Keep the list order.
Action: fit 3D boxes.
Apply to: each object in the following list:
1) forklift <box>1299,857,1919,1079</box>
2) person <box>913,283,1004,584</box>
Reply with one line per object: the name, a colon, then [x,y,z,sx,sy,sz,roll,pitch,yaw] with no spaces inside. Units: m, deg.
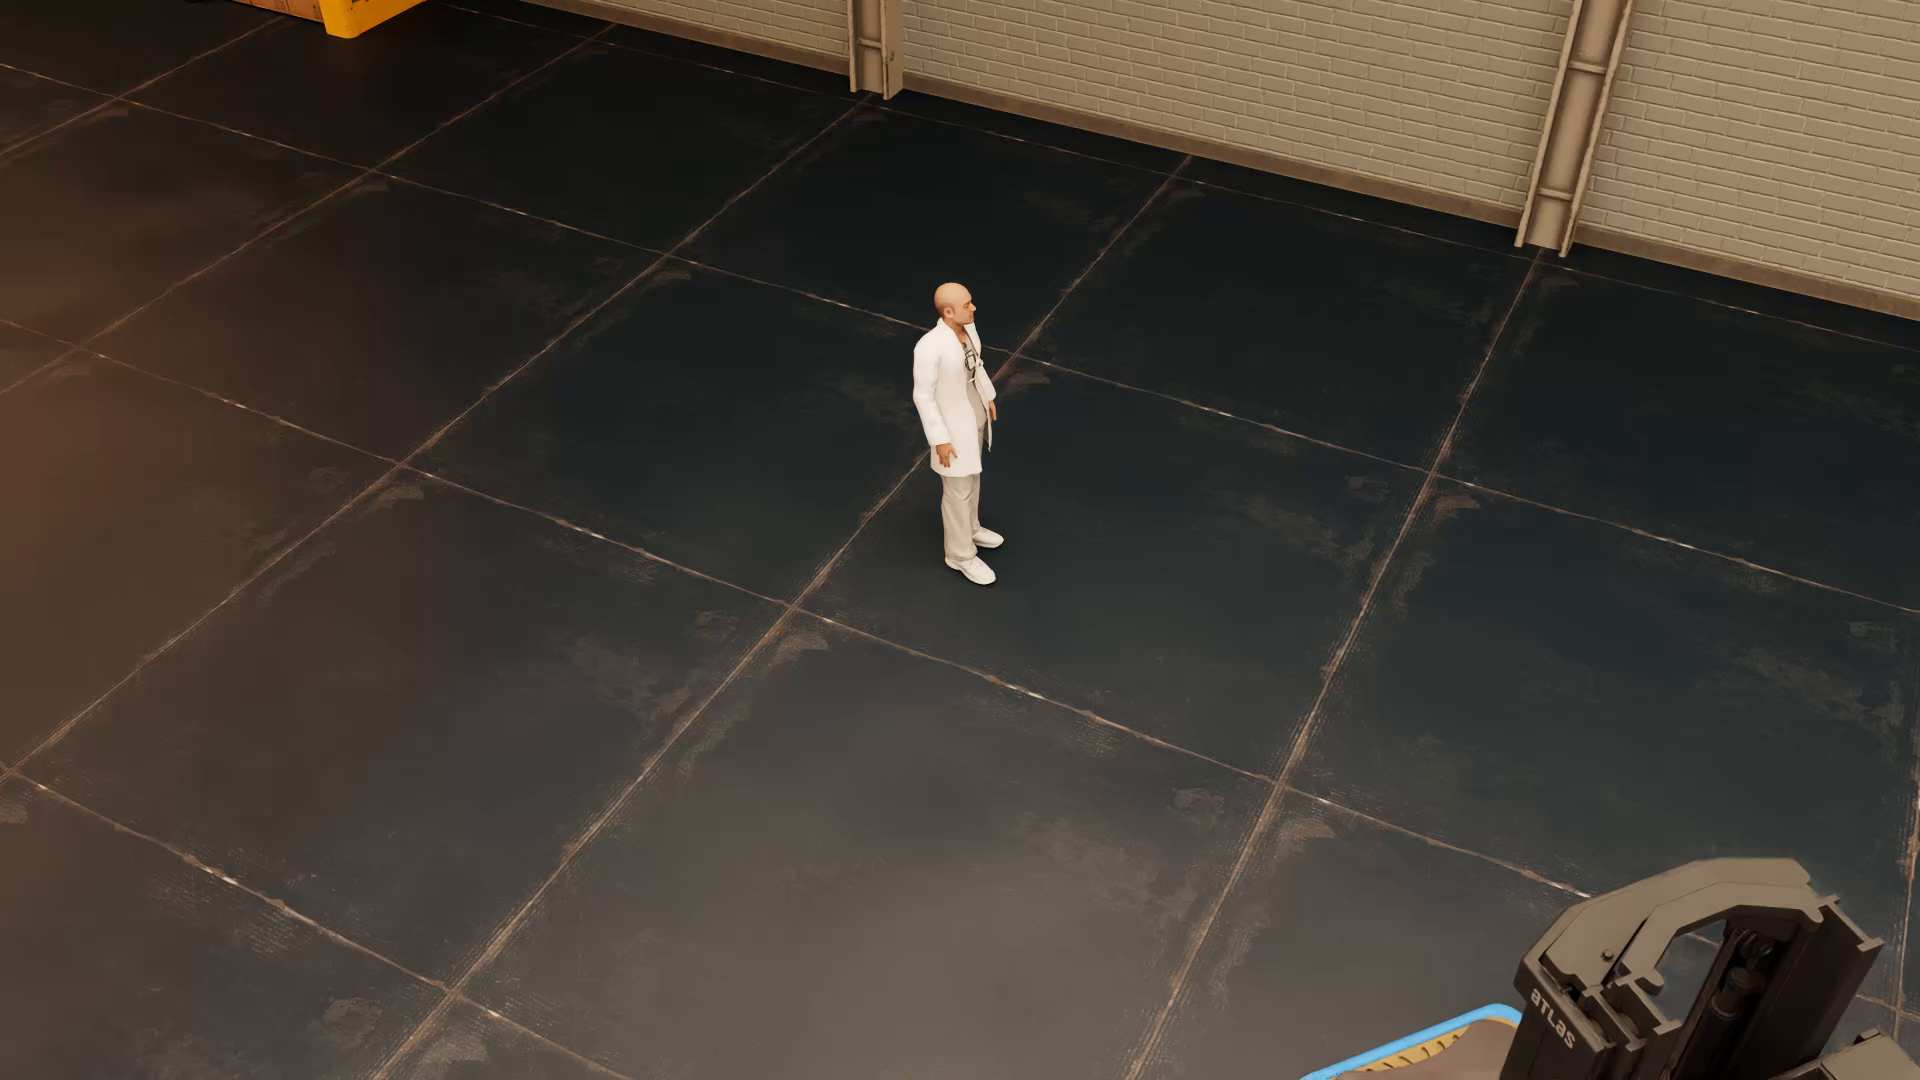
forklift: [2.245,2.484,5.037,1.130,2.935,3.031,-15,42,-17]
person: [0.078,-0.656,9.650,0.581,1.775,0.696,18,43,21]
